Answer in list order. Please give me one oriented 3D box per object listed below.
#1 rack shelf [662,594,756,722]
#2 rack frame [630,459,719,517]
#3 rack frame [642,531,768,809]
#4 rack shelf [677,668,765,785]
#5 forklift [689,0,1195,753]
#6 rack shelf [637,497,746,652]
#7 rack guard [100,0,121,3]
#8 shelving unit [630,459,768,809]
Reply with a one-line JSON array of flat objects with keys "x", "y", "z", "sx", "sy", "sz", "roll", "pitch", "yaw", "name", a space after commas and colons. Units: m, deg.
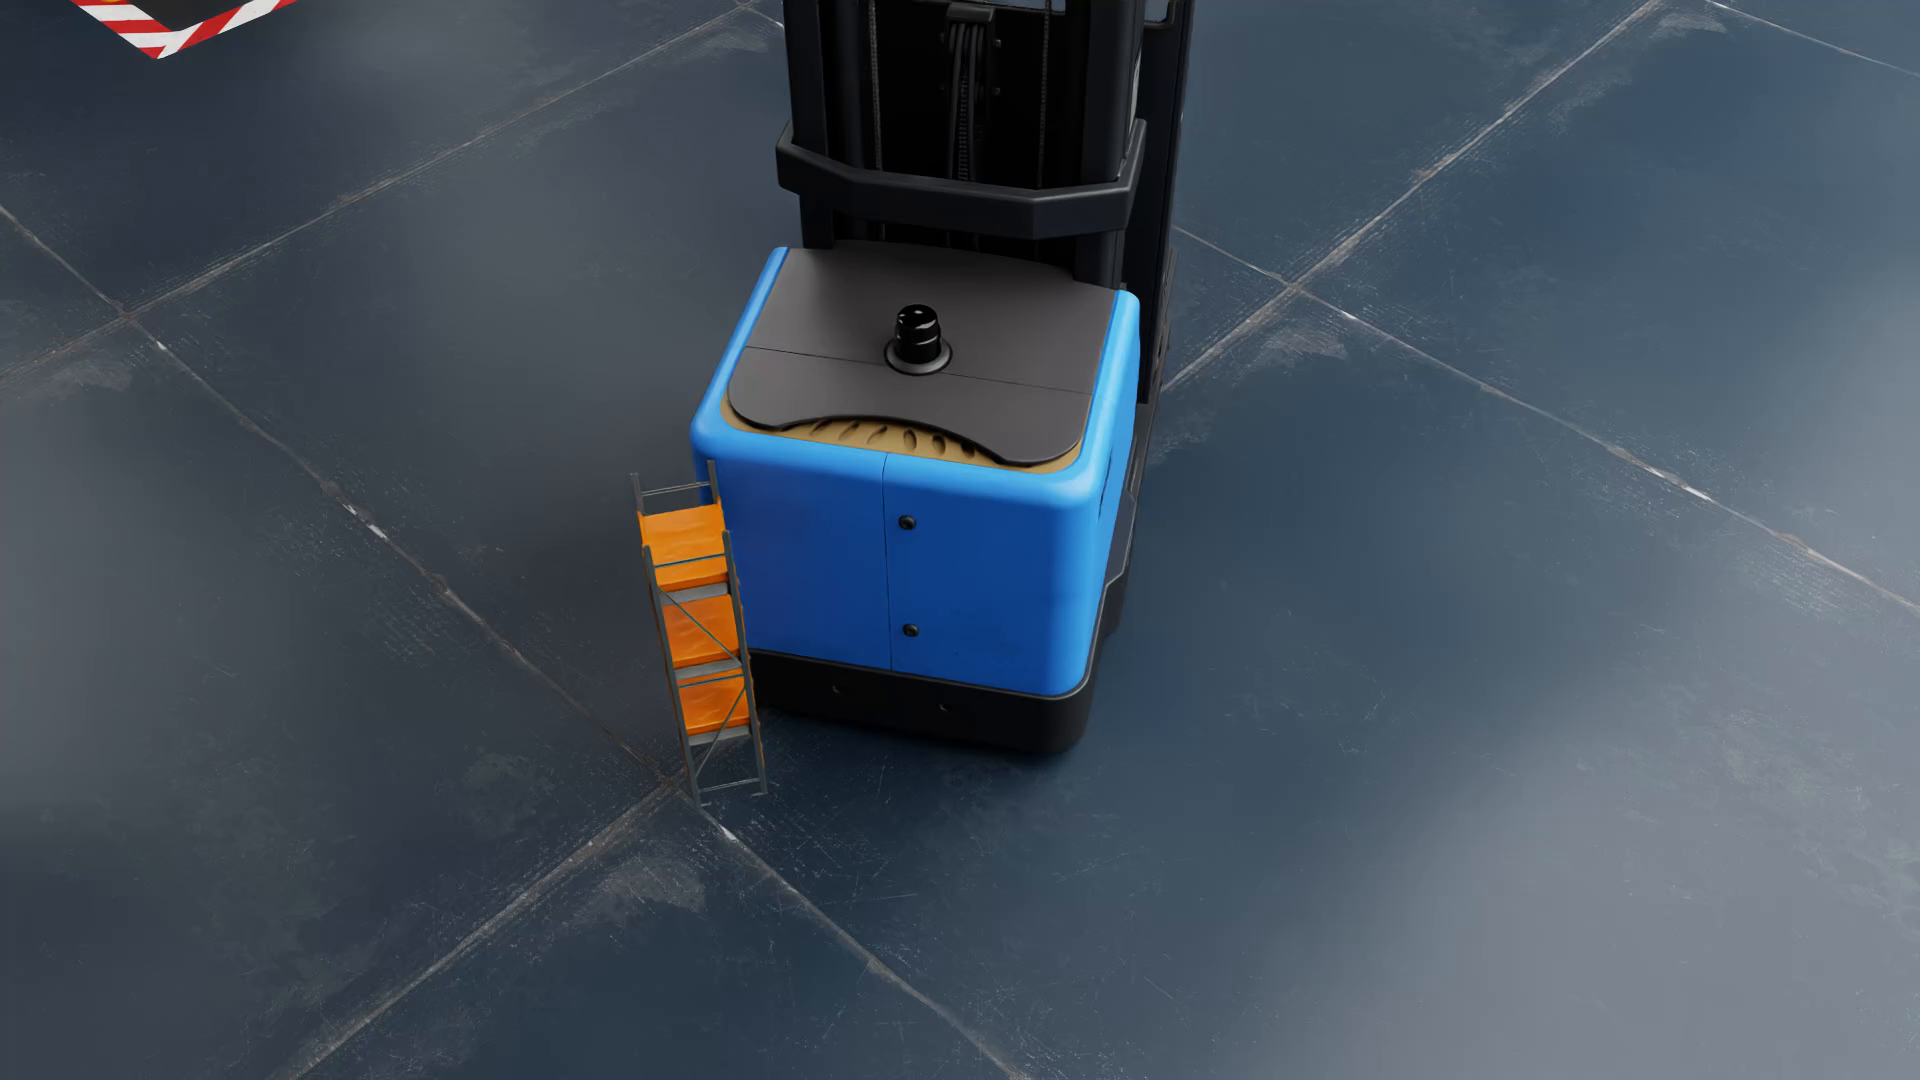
[{"x": -0.658, "y": 0.279, "z": 4.283, "sx": 0.215, "sy": 0.259, "sz": 0.240, "roll": -10, "pitch": 48, "yaw": -10, "name": "rack shelf"}, {"x": -0.688, "y": 0.185, "z": 4.356, "sx": 0.200, "sy": 1.050, "sz": 0.008, "roll": -10, "pitch": 48, "yaw": -10, "name": "rack frame"}, {"x": -0.628, "y": 0.358, "z": 4.194, "sx": 0.200, "sy": 1.050, "sz": 0.008, "roll": -10, "pitch": 48, "yaw": -10, "name": "rack frame"}, {"x": -0.658, "y": 0.469, "z": 4.485, "sx": 0.215, "sy": 0.259, "sz": 0.240, "roll": -10, "pitch": 48, "yaw": -10, "name": "rack shelf"}, {"x": 0.123, "y": -1.509, "z": 4.656, "sx": 1.130, "sy": 2.935, "sz": 3.031, "roll": 9, "pitch": 47, "yaw": 8, "name": "forklift"}, {"x": -0.658, "y": 0.084, "z": 4.076, "sx": 0.215, "sy": 0.259, "sz": 0.240, "roll": -10, "pitch": 48, "yaw": -10, "name": "rack shelf"}, {"x": -3.584, "y": -2.985, "z": 7.710, "sx": 0.348, "sy": 0.500, "sz": 1.175, "roll": 34, "pitch": 55, "yaw": 28, "name": "rack guard"}, {"x": -0.658, "y": 0.271, "z": 4.275, "sx": 0.215, "sy": 1.050, "sz": 0.252, "roll": -10, "pitch": 48, "yaw": -10, "name": "shelving unit"}]
